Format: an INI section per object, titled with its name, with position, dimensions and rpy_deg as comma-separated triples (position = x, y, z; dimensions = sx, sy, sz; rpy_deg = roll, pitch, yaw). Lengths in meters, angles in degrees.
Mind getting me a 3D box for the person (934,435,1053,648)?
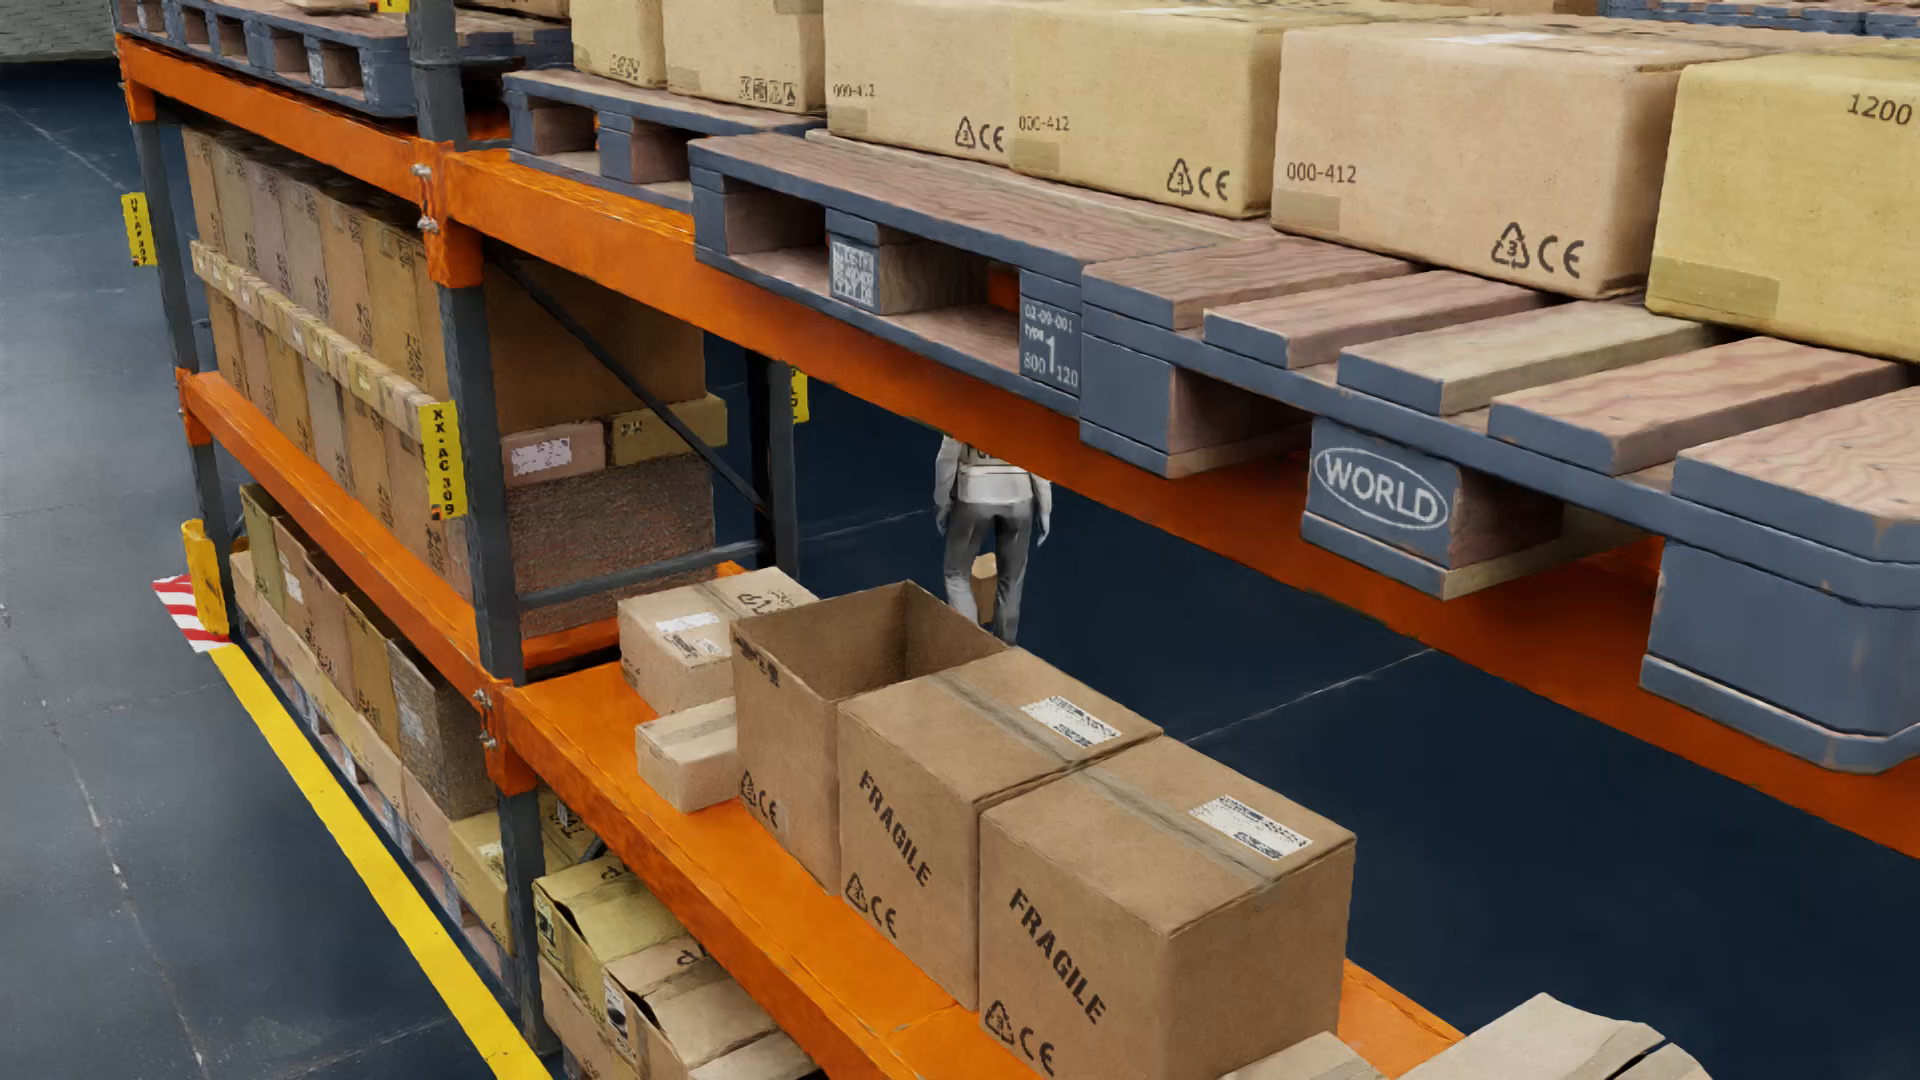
[person]
position = 0.142, -0.136, 7.412
dimensions = 0.537, 1.667, 0.530
rpy_deg = 0, 22, -1
